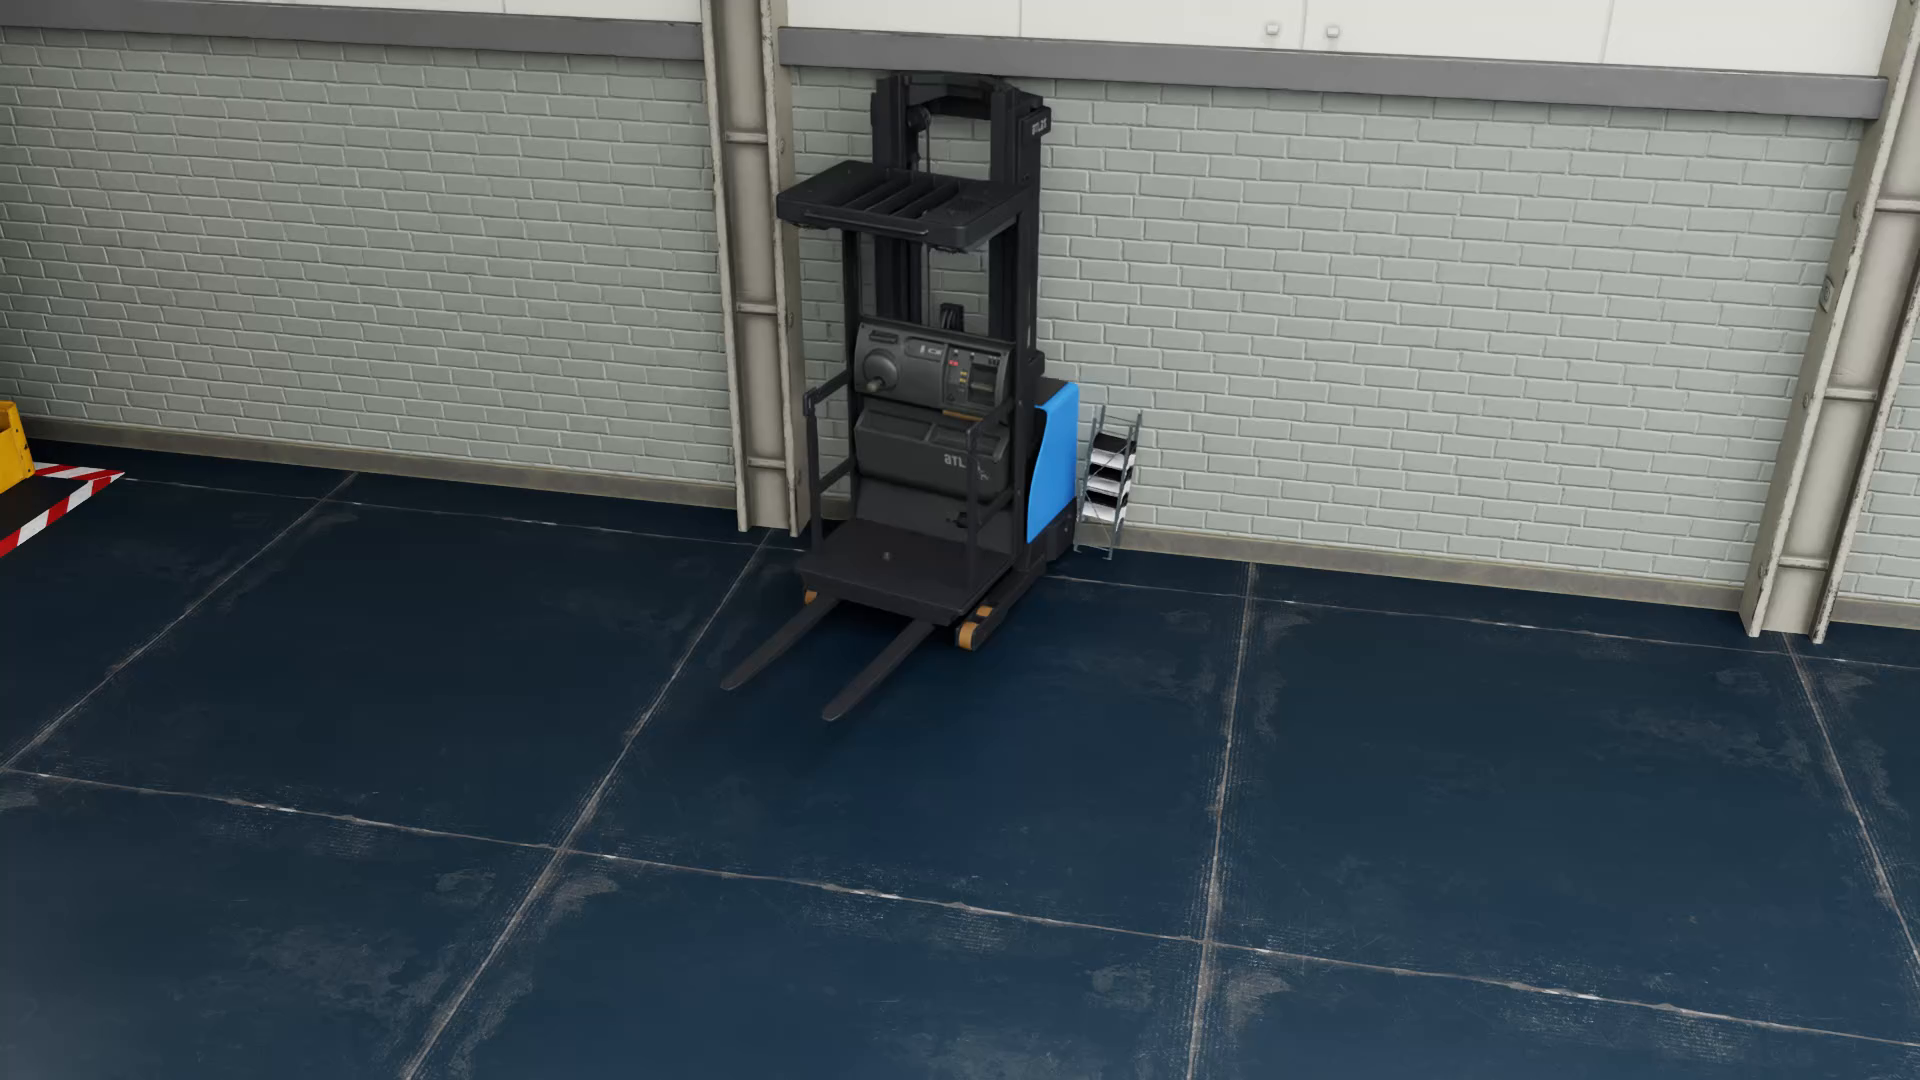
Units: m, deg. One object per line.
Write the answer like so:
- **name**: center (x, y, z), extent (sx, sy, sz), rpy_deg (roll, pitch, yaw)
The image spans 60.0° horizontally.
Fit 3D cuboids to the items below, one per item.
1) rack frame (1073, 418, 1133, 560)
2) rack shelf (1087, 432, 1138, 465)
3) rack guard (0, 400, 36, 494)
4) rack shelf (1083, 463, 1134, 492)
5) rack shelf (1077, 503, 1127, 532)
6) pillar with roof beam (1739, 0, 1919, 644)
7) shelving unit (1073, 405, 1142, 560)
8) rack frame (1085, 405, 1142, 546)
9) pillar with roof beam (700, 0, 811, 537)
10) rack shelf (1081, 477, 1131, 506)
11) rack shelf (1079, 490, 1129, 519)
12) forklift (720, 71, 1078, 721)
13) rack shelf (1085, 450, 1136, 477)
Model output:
- **rack frame**: center (0.851, -0.296, 9.925), extent (0.240, 0.900, 0.006), rpy_deg (15, 31, 14)
- **rack shelf**: center (0.907, -0.545, 9.893), extent (0.258, 0.077, 0.200), rpy_deg (15, 31, 14)
- **rack guard**: center (-6.529, -0.436, 10.688), extent (0.348, 0.500, 1.175), rpy_deg (6, 29, 11)
- **rack shelf**: center (0.890, -0.390, 9.981), extent (0.258, 0.077, 0.200), rpy_deg (15, 31, 14)
- **rack shelf**: center (0.864, -0.156, 10.115), extent (0.258, 0.077, 0.200), rpy_deg (15, 31, 14)
- **pillar with roof beam**: center (3.791, -1.434, 3.661), extent (0.400, 9.000, 9.100), rpy_deg (6, 29, 11)
- **shelving unit**: center (0.885, -0.341, 10.009), extent (0.258, 0.900, 0.210), rpy_deg (15, 31, 14)
- **rack frame**: center (0.919, -0.385, 10.094), extent (0.240, 0.900, 0.006), rpy_deg (15, 31, 14)
- **pillar with roof beam**: center (-2.077, -2.036, 4.760), extent (0.400, 9.000, 9.100), rpy_deg (6, 29, 11)
- **rack shelf**: center (0.881, -0.312, 10.026), extent (0.258, 0.077, 0.200), rpy_deg (15, 31, 14)
- **rack shelf**: center (0.873, -0.234, 10.070), extent (0.258, 0.077, 0.200), rpy_deg (15, 31, 14)
- **forklift**: center (-0.257, -0.908, 9.018), extent (1.130, 2.935, 3.031), rpy_deg (14, 32, 23)
- **rack shelf**: center (0.899, -0.467, 9.937), extent (0.258, 0.077, 0.200), rpy_deg (15, 31, 14)
